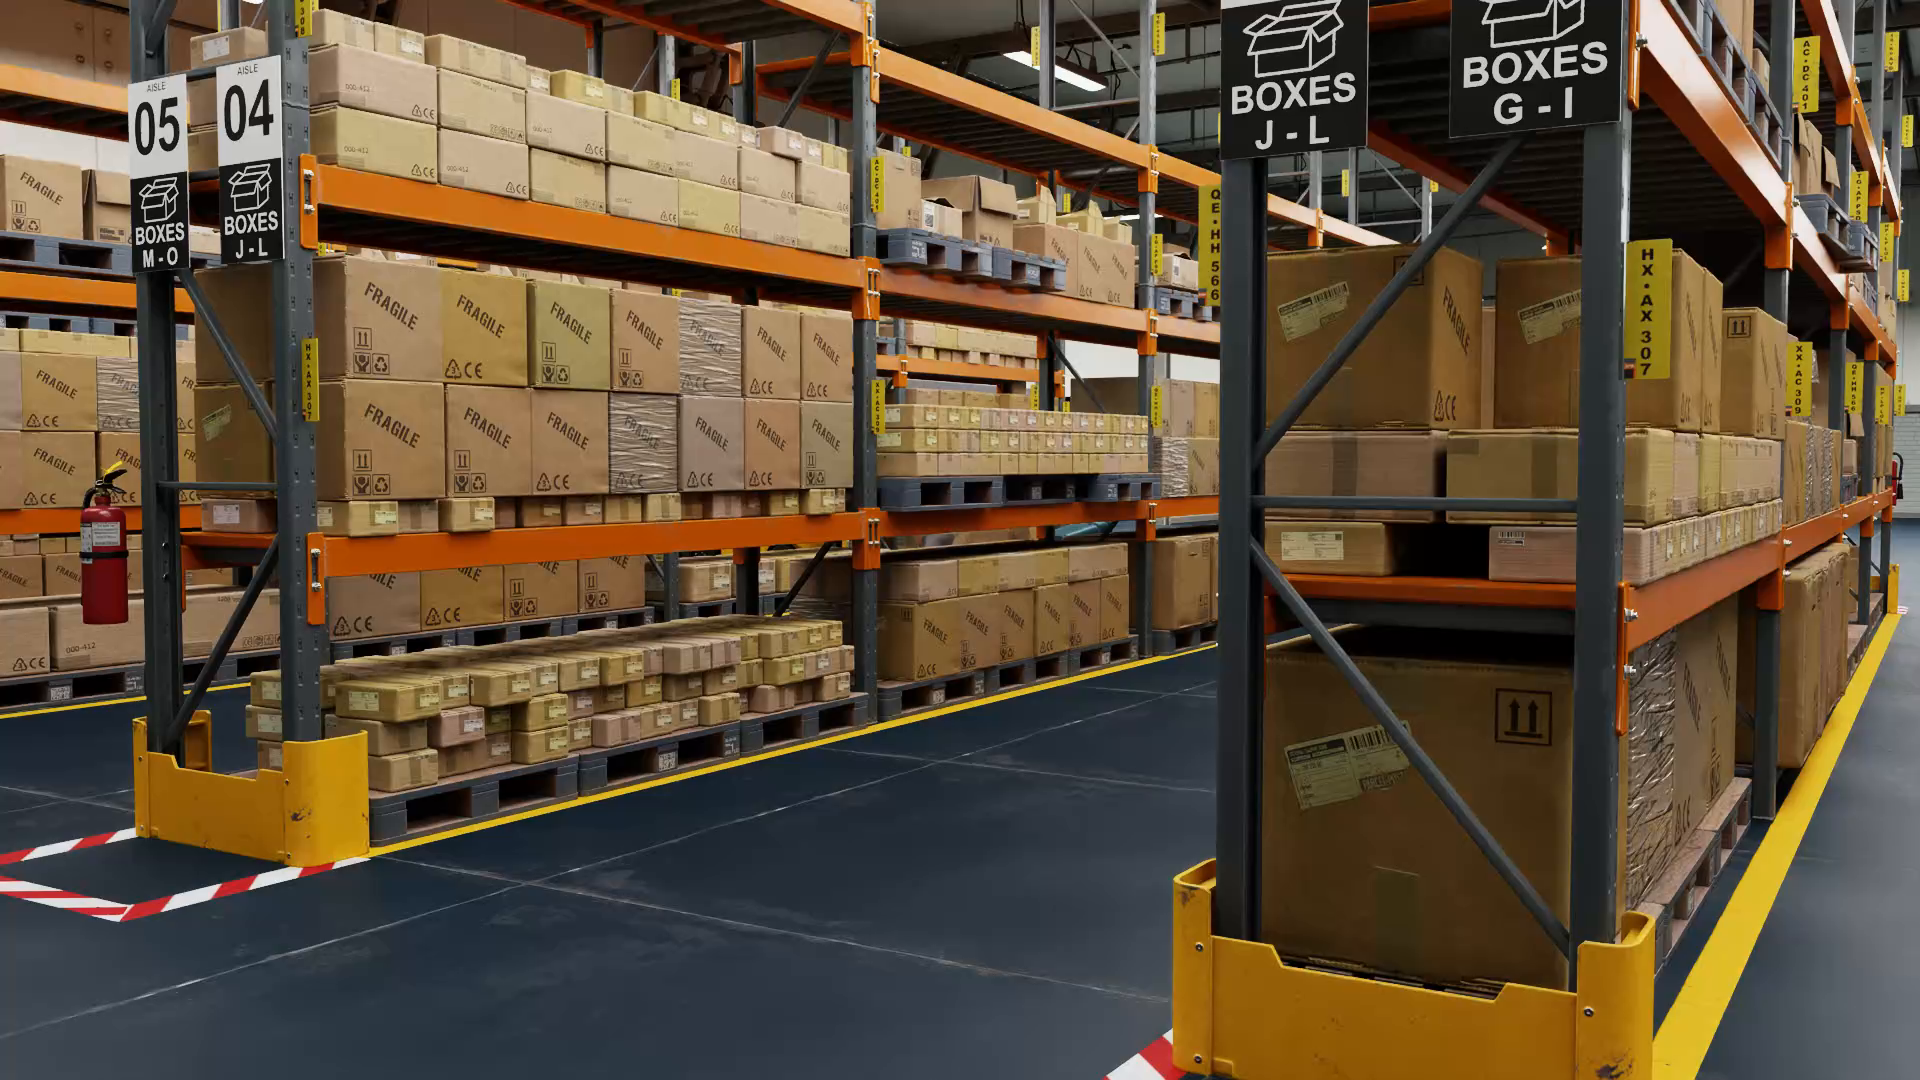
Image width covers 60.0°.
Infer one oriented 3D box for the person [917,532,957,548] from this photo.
[{"bbox_3d":[-0.256,-0.089,17.129,0.443,1.746,0.590,2,3,28],"label":"person"}]
